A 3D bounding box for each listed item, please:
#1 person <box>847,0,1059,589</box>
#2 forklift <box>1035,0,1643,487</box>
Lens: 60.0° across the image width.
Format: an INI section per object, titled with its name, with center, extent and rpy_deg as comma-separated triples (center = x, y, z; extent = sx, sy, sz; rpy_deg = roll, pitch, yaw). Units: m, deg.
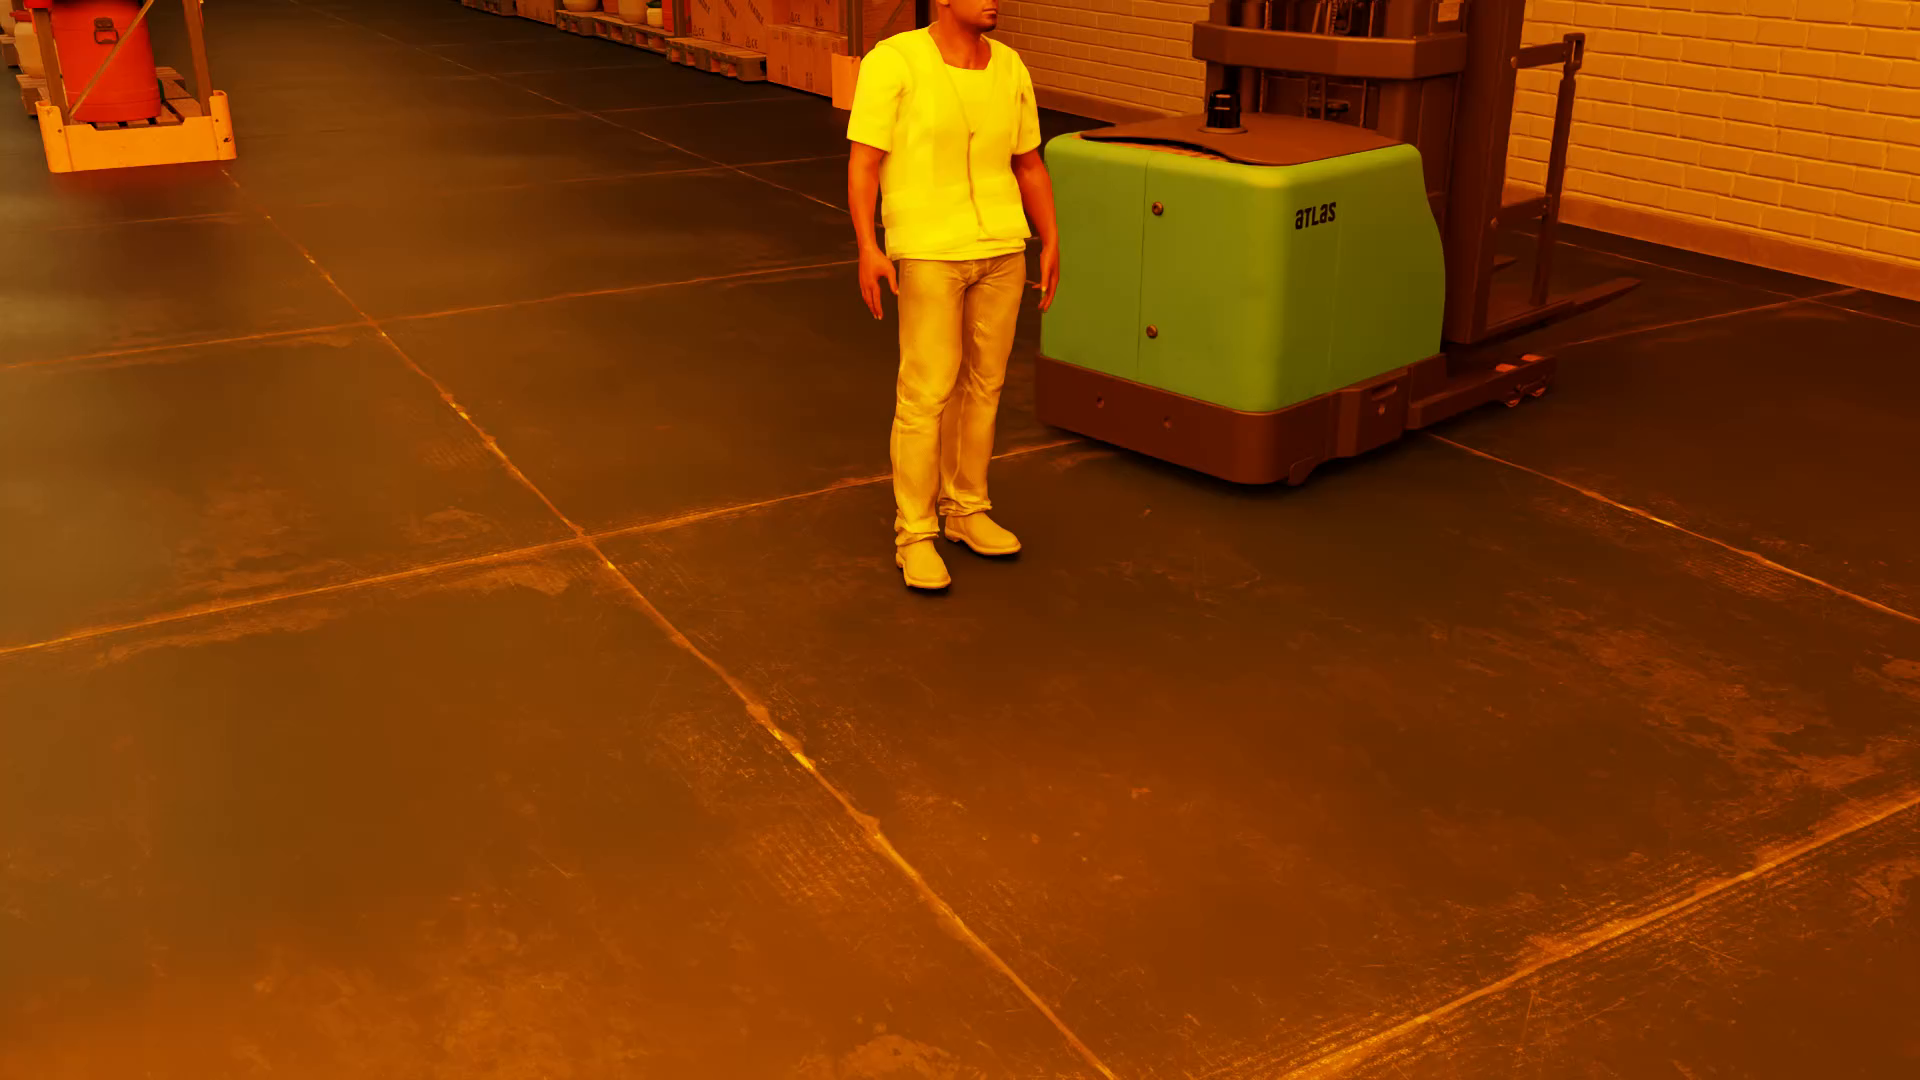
[person]
center = 0.029, -0.800, 4.738
extent = 0.665, 1.766, 0.576
rpy_deg = -12, 25, -28
[forklift]
center = 1.688, -1.991, 6.126
extent = 3.031, 2.935, 1.130
rpy_deg = -20, 29, -40
